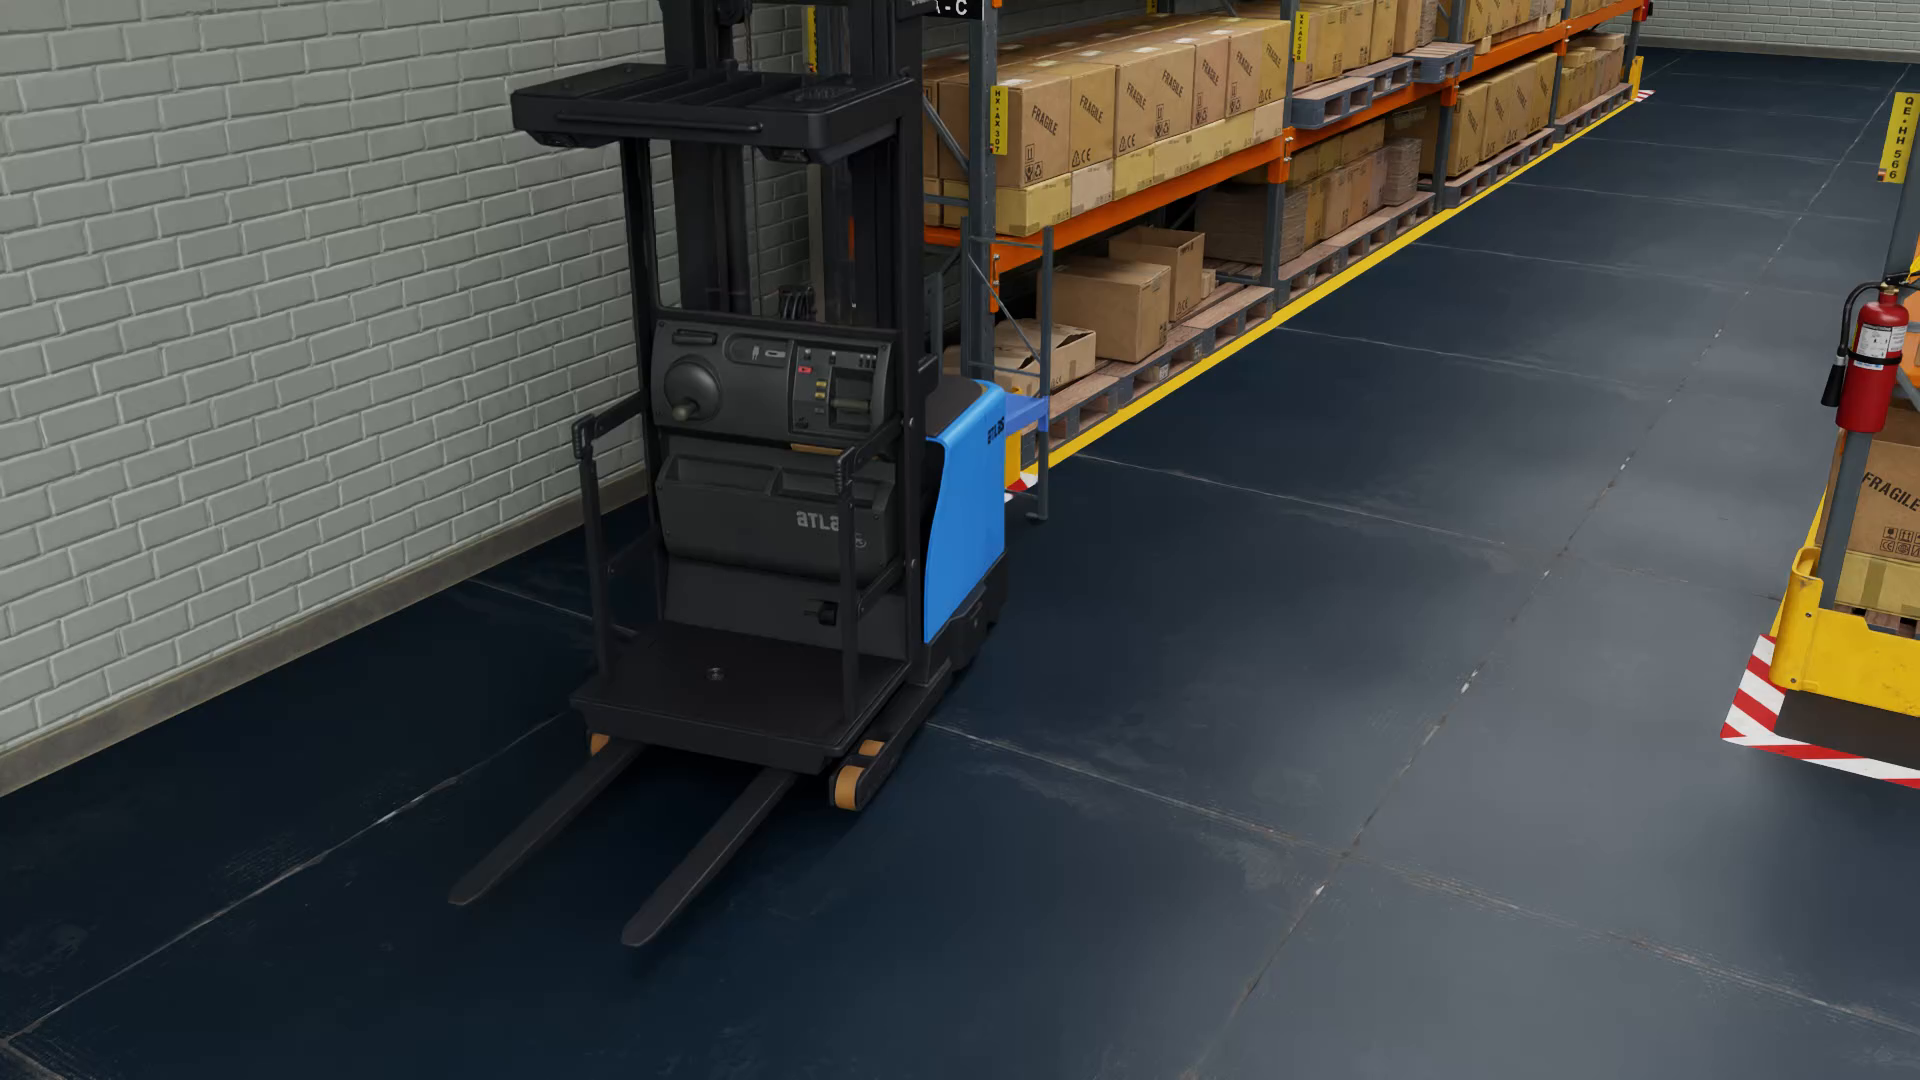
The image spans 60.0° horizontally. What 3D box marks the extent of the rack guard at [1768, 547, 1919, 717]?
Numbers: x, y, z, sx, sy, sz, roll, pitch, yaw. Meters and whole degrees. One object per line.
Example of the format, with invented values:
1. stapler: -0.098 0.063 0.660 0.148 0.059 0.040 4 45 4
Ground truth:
1. rack guard: 3.923 0.428 6.632 1.175 0.500 0.348 14 27 29

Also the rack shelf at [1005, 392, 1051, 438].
1. rack shelf: -0.036 -0.510 7.994 0.538 0.185 1.000 13 27 28

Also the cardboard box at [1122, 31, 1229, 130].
1. cardboard box: 1.315 -2.837 10.247 0.500 0.500 0.500 13 27 27

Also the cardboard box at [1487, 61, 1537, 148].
1. cardboard box: 5.356 -4.473 16.984 0.750 0.750 0.750 15 27 31

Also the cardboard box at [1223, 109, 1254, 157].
1. cardboard box: 1.573 -2.665 10.793 0.500 0.250 0.500 14 27 29

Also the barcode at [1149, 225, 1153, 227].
1. barcode: 1.346 -2.184 11.708 0.001 0.075 0.075 14 27 29

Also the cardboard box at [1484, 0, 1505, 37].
1. cardboard box: 4.703 -4.941 15.362 0.500 0.500 0.500 15 28 31

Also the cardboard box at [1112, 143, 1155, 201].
1. cardboard box: 0.788 -2.151 9.608 0.500 0.250 0.500 13 27 28

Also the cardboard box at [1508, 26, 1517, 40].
1. cardboard box: 5.260 -5.028 16.379 0.380 0.149 0.250 15 27 31

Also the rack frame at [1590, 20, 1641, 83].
1. rack frame: 8.165 -7.164 21.023 1.000 3.000 0.127 14 27 29

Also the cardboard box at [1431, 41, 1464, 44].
1. cardboard box: 4.315 -4.421 14.977 0.380 0.149 0.250 13 27 28

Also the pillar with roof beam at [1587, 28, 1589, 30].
1. pillar with roof beam: 12.512 -10.108 20.271 9.100 9.000 0.400 14 27 29

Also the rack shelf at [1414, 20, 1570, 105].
1. rack shelf: 5.000 -4.809 16.488 1.077 0.370 4.000 14 27 29

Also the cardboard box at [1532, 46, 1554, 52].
1. cardboard box: 6.706 -5.648 19.323 0.380 0.149 0.250 13 27 27

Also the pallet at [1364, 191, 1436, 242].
1. pallet: 3.532 -2.921 14.732 1.003 0.211 1.213 14 27 29

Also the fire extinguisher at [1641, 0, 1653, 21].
1. fire extinguisher: 8.637 -6.912 21.007 0.296 0.674 0.183 14 27 29

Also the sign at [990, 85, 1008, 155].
1. sign: 0.186 -2.048 8.115 0.100 0.325 0.005 14 27 29

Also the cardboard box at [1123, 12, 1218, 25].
1. cardboard box: 1.410 -3.284 11.279 0.500 0.500 0.500 13 27 28

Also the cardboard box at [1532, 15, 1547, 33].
1. cardboard box: 5.740 -5.265 16.927 0.380 0.149 0.250 14 27 29

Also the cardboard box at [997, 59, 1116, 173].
1. cardboard box: 0.501 -2.311 9.033 0.500 0.500 0.500 14 27 29

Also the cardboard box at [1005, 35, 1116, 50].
1. cardboard box: 0.602 -2.765 10.082 0.500 0.500 0.500 14 27 30

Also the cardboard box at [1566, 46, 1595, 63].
1. cardboard box: 7.147 -5.642 19.308 0.380 0.149 0.250 13 27 27

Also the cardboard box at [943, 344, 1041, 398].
1. cardboard box: 0.167 -0.947 9.492 0.500 0.311 0.500 11 26 23

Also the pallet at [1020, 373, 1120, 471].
1. pallet: 0.224 -0.777 9.779 1.003 0.211 1.213 14 27 29

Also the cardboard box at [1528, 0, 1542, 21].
1. cardboard box: 5.493 -5.455 16.550 0.500 0.500 0.500 14 27 29

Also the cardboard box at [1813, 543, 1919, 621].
1. cardboard box: 3.967 0.099 7.178 0.500 0.250 0.500 14 27 29

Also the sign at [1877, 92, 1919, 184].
1. sign: 3.482 -1.486 6.150 0.100 0.325 0.005 14 27 29

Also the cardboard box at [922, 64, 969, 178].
1. cardboard box: -0.207 -2.252 8.896 0.500 0.500 0.500 14 27 28

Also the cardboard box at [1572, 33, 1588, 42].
1. cardboard box: 7.510 -6.163 20.512 0.380 0.149 0.250 14 27 29

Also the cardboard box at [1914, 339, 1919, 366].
1. cardboard box: 4.193 -0.928 6.492 0.700 0.500 0.500 14 27 29

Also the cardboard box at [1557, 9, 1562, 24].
1. cardboard box: 6.117 -5.535 17.550 0.380 0.149 0.250 14 27 29

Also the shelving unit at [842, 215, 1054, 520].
1. shelving unit: -0.036 -0.676 7.922 0.538 1.500 1.048 13 27 28

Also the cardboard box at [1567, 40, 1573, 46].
1. cardboard box: 7.109 -5.906 19.918 0.380 0.149 0.250 14 27 29

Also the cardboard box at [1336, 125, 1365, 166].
1. cardboard box: 2.989 -3.255 13.642 0.500 0.250 0.500 14 27 29

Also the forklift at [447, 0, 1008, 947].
1. forklift: -0.760 -0.550 5.832 1.130 2.935 3.031 8 25 18

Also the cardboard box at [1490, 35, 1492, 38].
1. cardboard box: 4.825 -4.776 15.797 0.380 0.149 0.250 15 27 30

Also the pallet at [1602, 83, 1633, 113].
1. pallet: 7.810 -5.598 20.916 1.003 0.211 1.213 14 27 29

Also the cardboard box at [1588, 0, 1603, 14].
1. cardboard box: 6.745 -6.377 18.827 0.980 0.700 0.700 13 27 28

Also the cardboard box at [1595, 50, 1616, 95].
1. cardboard box: 7.617 -5.784 20.452 0.700 0.500 0.500 14 27 29

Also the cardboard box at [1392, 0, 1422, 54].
1. cardboard box: 3.434 -4.357 13.859 0.700 0.500 0.500 11 26 24

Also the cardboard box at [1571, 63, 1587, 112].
1. cardboard box: 6.804 -5.260 19.241 0.700 0.500 0.500 14 27 28

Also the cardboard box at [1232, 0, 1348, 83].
1. cardboard box: 2.433 -3.714 12.373 0.700 0.500 0.500 17 29 34

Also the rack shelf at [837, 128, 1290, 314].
1. rack shelf: 0.780 -2.109 10.251 1.077 0.370 4.000 14 27 29

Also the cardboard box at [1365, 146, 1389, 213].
1. cardboard box: 3.239 -3.115 14.264 0.700 0.500 0.500 14 27 29

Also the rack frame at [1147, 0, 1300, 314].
1. rack frame: 1.835 -3.114 11.668 1.000 3.000 0.127 14 27 29

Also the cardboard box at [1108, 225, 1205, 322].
1. cardboard box: 1.322 -1.810 11.248 0.500 0.500 0.500 12 26 25

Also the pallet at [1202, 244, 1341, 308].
1. pallet: 2.245 -2.097 12.829 1.003 0.211 1.213 14 27 29

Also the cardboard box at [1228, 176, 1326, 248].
1. cardboard box: 2.439 -2.606 13.086 0.700 0.500 0.500 13 27 28

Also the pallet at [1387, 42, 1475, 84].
1. pallet: 3.660 -4.113 14.217 1.213 0.211 1.003 14 27 29
